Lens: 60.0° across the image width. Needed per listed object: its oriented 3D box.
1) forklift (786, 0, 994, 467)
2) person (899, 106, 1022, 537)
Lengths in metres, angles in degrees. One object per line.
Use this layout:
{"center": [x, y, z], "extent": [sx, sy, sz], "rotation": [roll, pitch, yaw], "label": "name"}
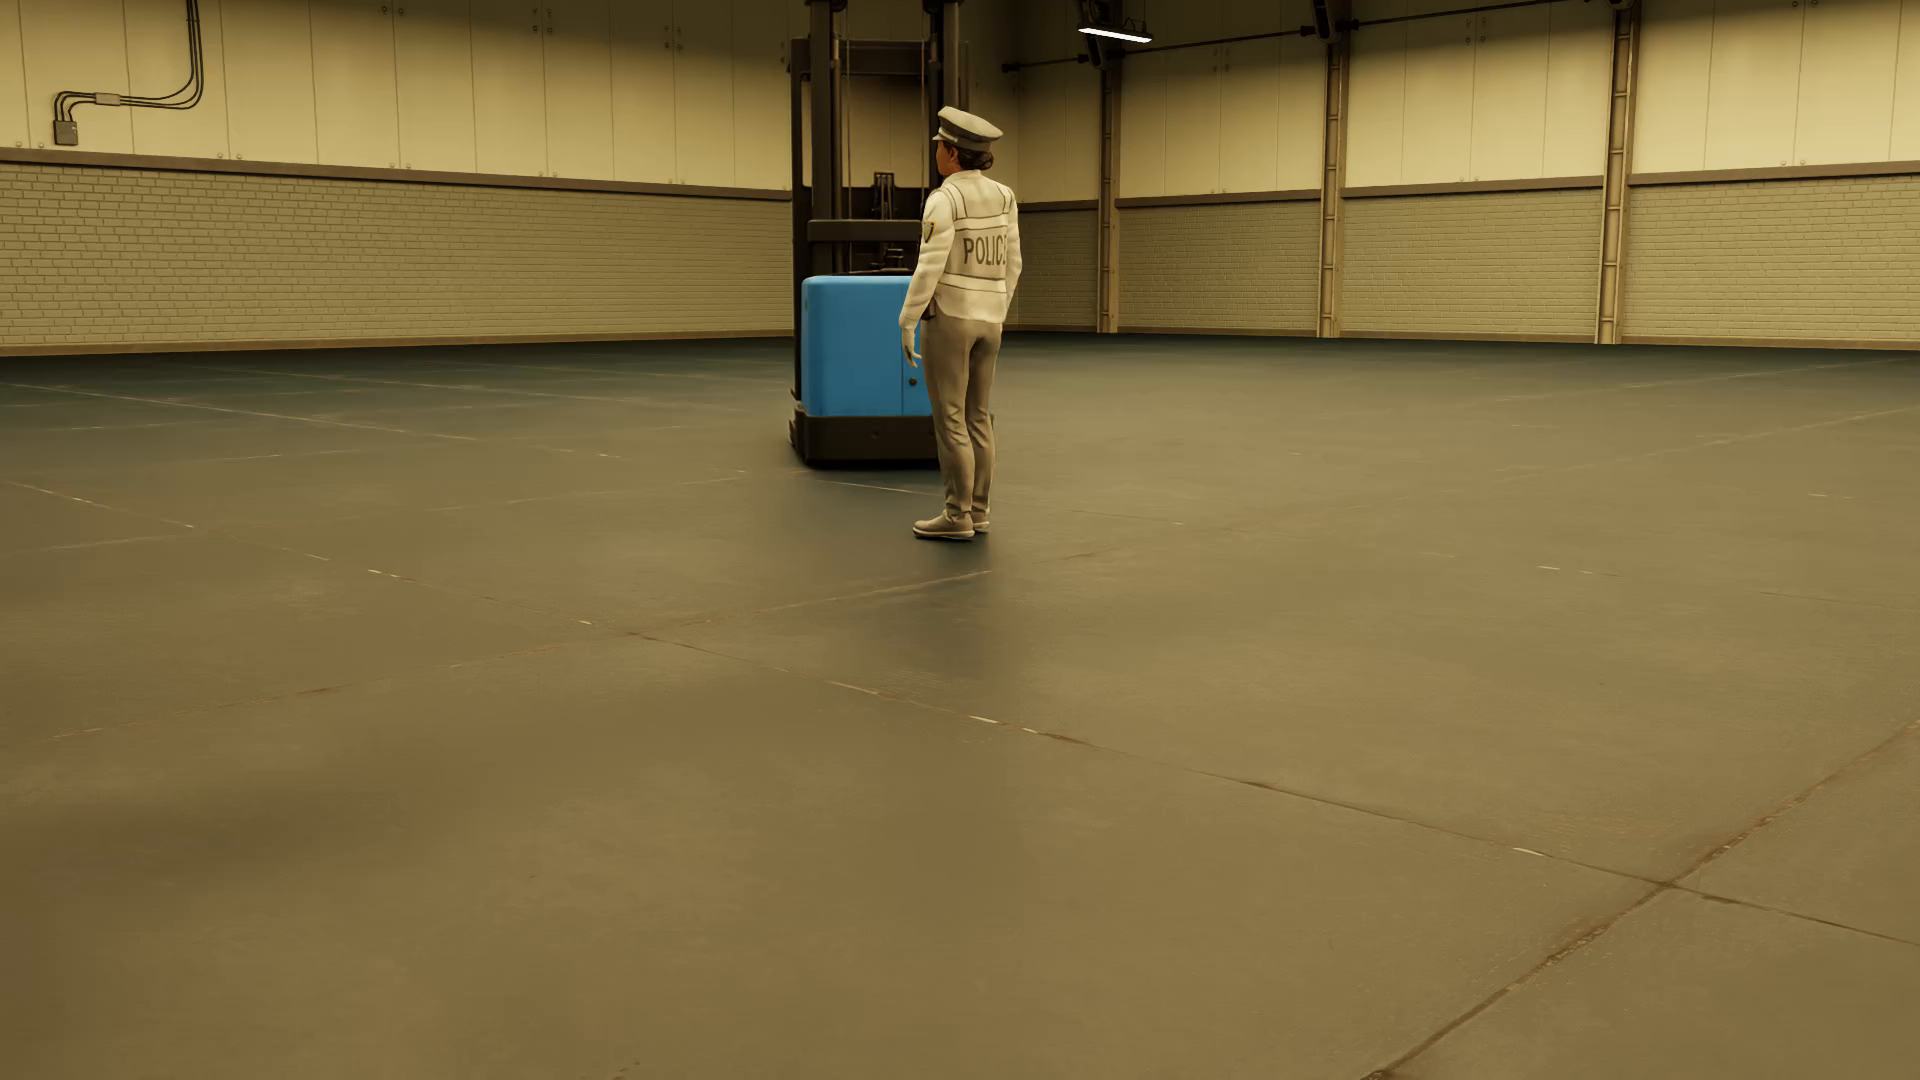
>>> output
{"center": [-0.521, -2.049, 10.481], "extent": [1.130, 2.935, 3.031], "rotation": [-1, 9, -8], "label": "forklift"}
{"center": [-0.045, -0.853, 6.642], "extent": [0.531, 1.695, 0.588], "rotation": [8, 12, 43], "label": "person"}
